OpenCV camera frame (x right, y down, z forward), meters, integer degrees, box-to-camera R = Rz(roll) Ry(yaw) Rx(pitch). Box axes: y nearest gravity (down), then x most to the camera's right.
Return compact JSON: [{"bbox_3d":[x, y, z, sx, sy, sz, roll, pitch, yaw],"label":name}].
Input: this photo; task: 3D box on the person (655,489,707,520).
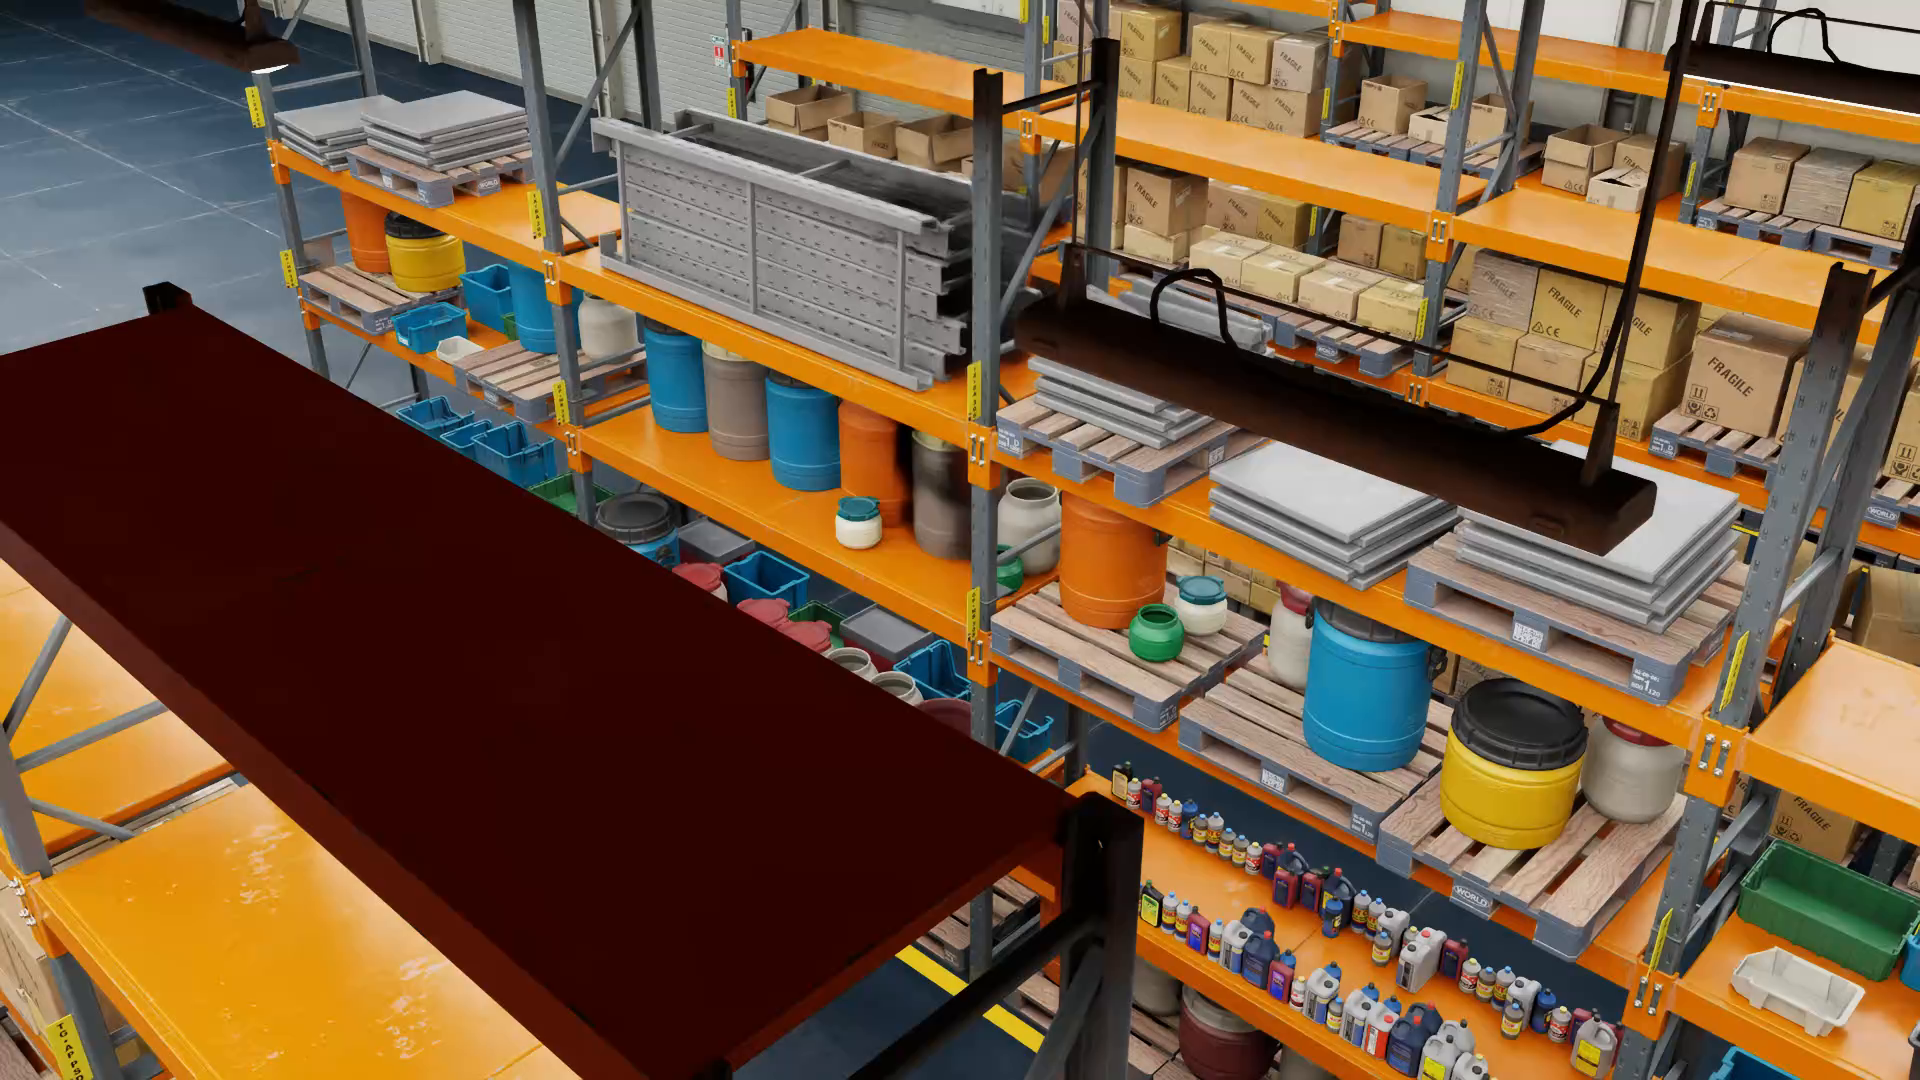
[{"bbox_3d":[-2.744,-0.776,15.903,0.784,1.720,0.657,20,35,31],"label":"person"}]
